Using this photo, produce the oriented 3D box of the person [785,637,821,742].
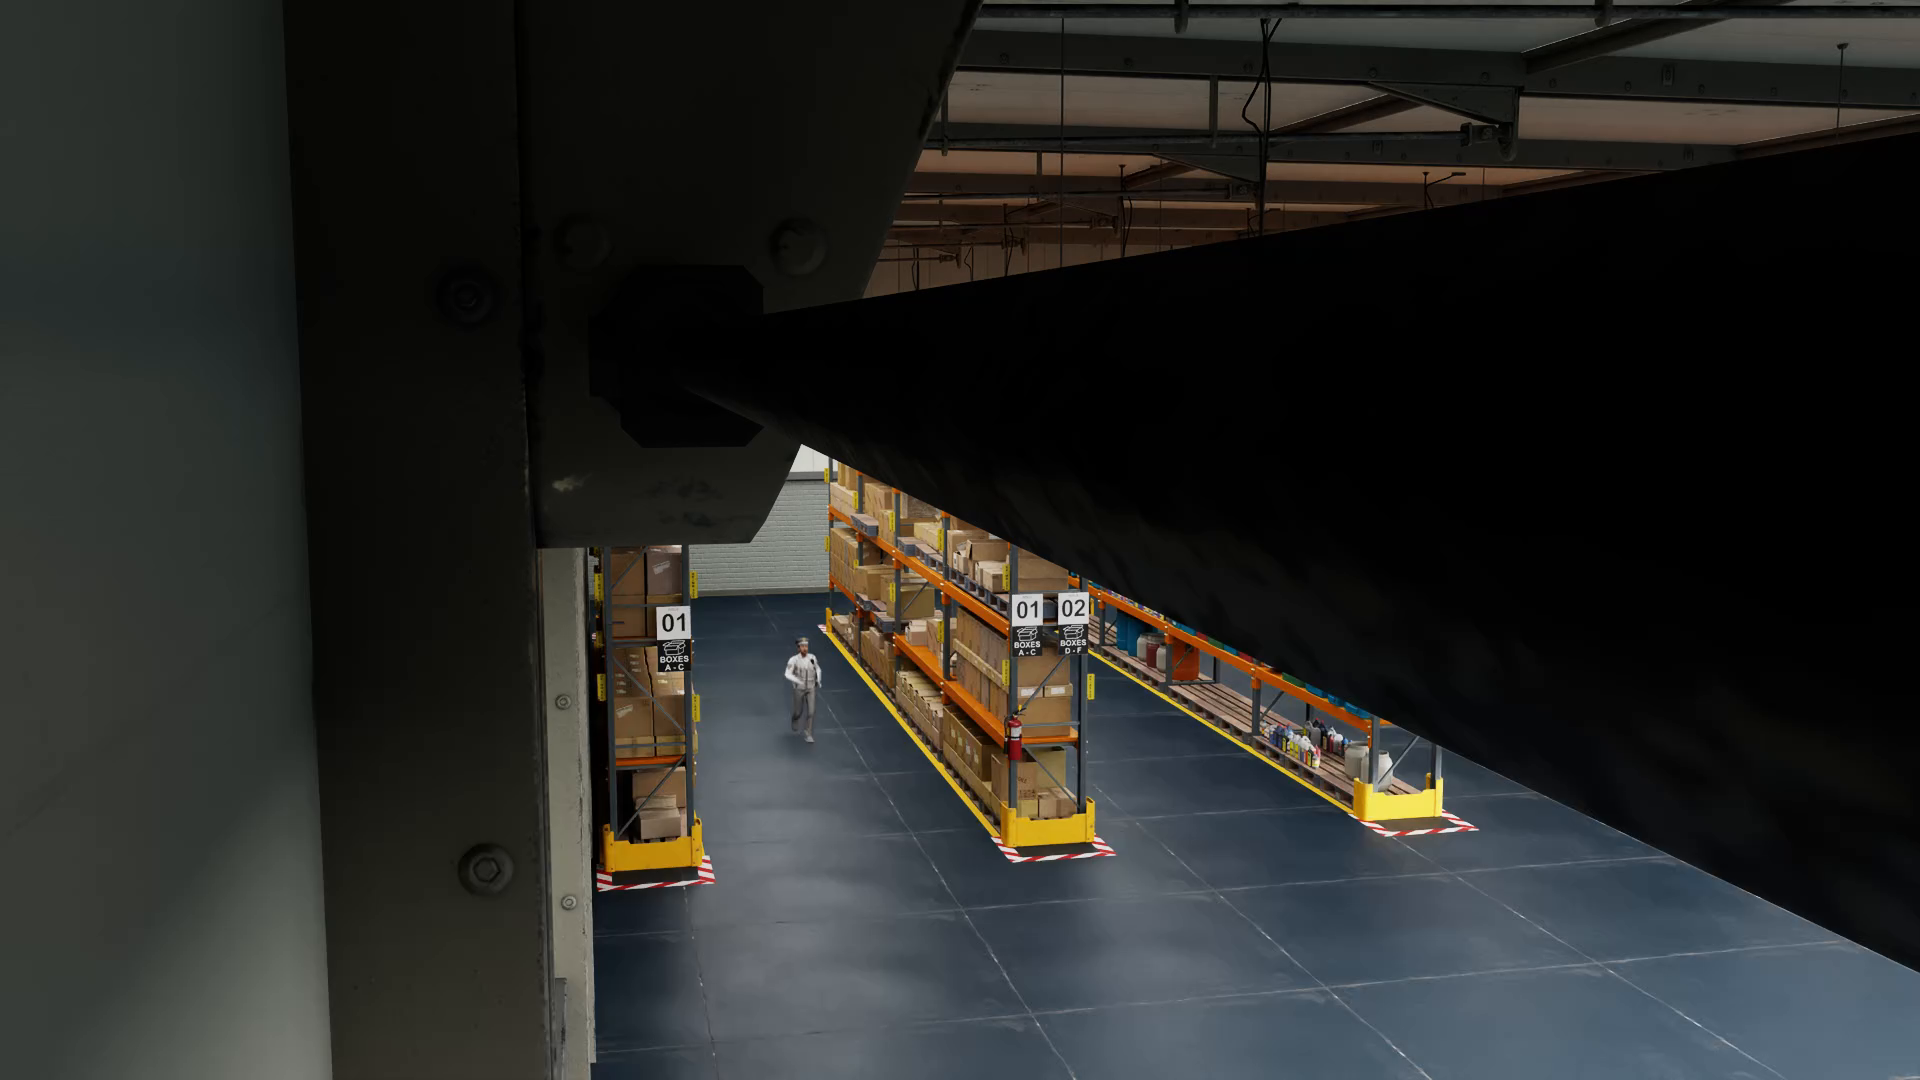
[{"bbox_3d":[-2.485,2.361,26.539,0.625,1.654,0.724,-3,7,-21],"label":"person"}]
